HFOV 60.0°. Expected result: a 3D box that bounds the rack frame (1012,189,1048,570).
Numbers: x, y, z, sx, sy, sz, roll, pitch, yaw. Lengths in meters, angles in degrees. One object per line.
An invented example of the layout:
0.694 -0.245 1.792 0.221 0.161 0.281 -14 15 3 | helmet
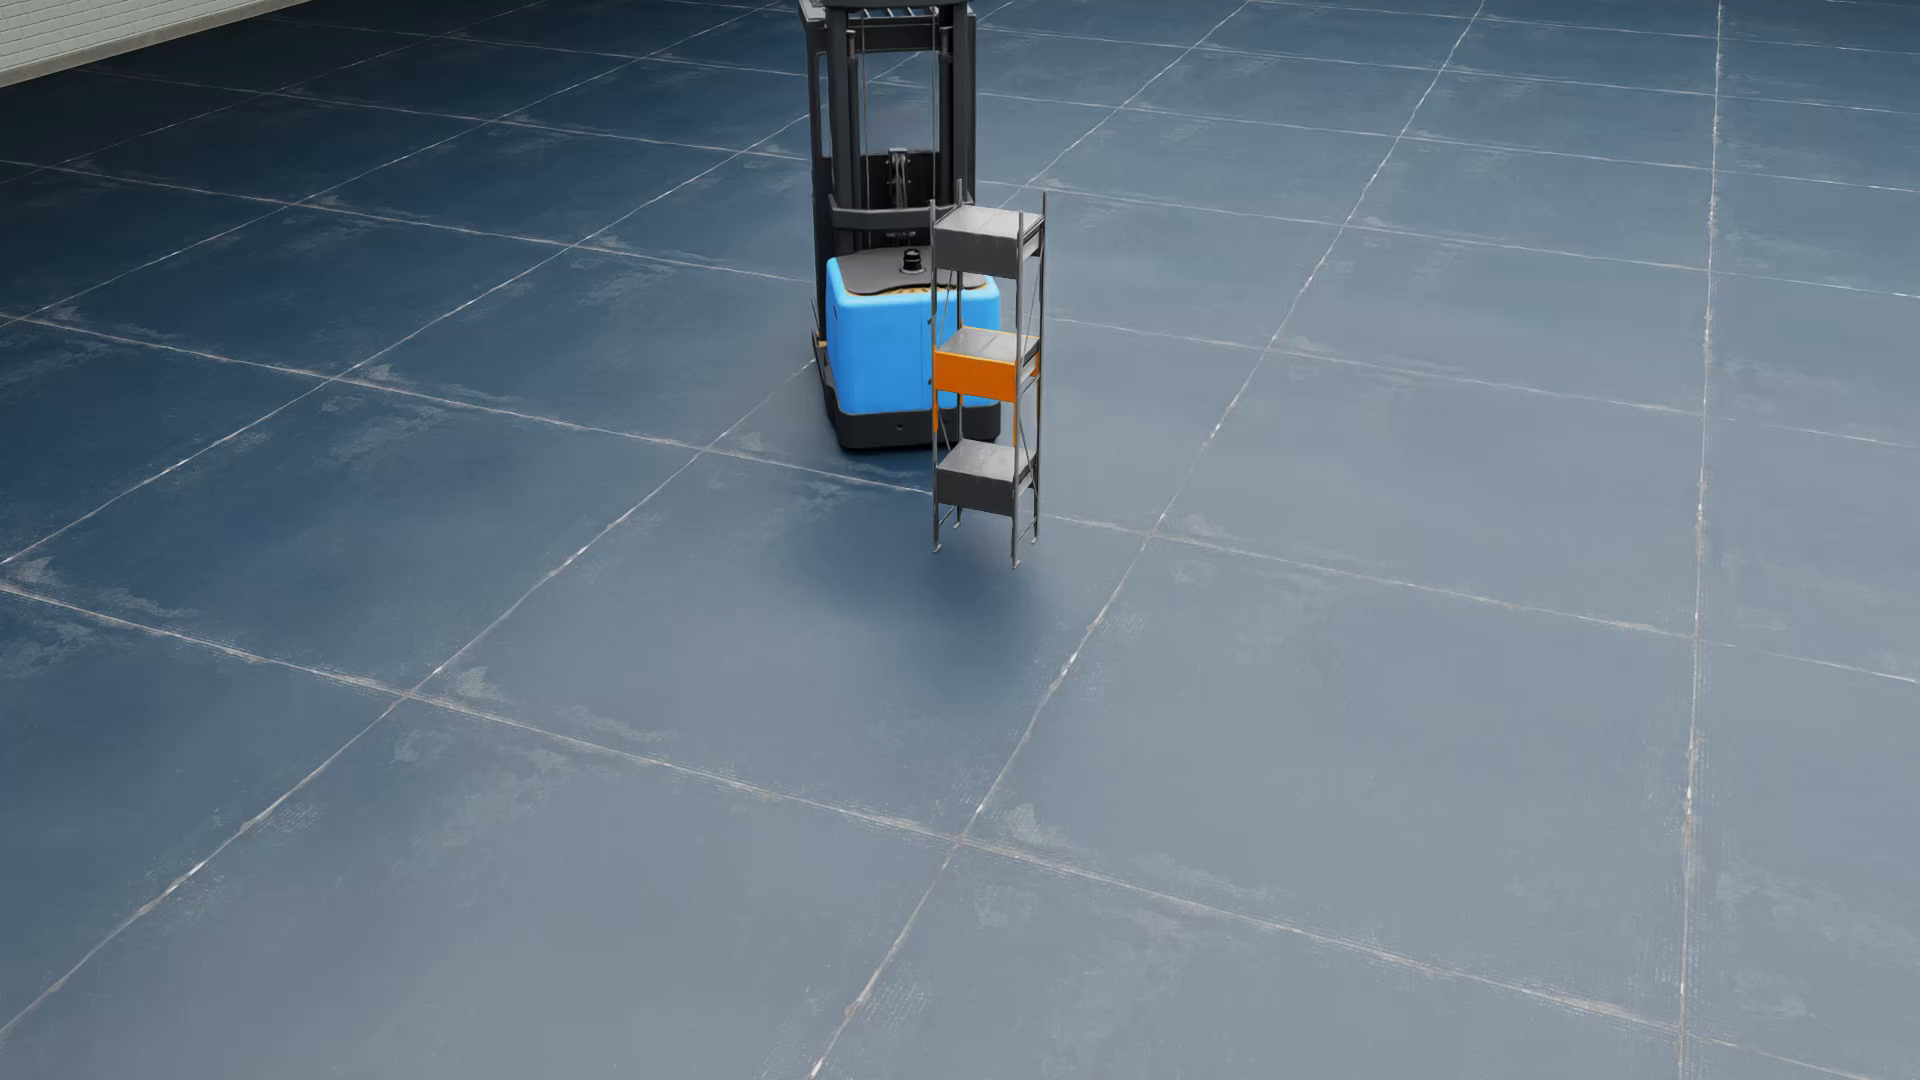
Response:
0.379 -0.838 9.099 0.015 2.100 0.400 11 31 19 | rack frame

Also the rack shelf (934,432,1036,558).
0.153 -0.262 9.530 0.480 0.518 0.431 11 31 19 | rack shelf

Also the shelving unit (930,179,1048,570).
0.153 -0.883 9.179 0.503 2.100 0.431 11 31 19 | shelving unit

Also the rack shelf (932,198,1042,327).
0.153 -1.481 8.841 0.480 0.518 0.431 11 31 19 | rack shelf

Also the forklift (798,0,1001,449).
-0.480 -2.565 11.310 1.130 2.935 3.031 -5 30 -8 | forklift

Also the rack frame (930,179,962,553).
-0.073 -0.929 9.259 0.015 2.100 0.400 11 31 19 | rack frame

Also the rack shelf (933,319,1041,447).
0.153 -0.872 9.186 0.480 0.518 0.431 11 31 19 | rack shelf
